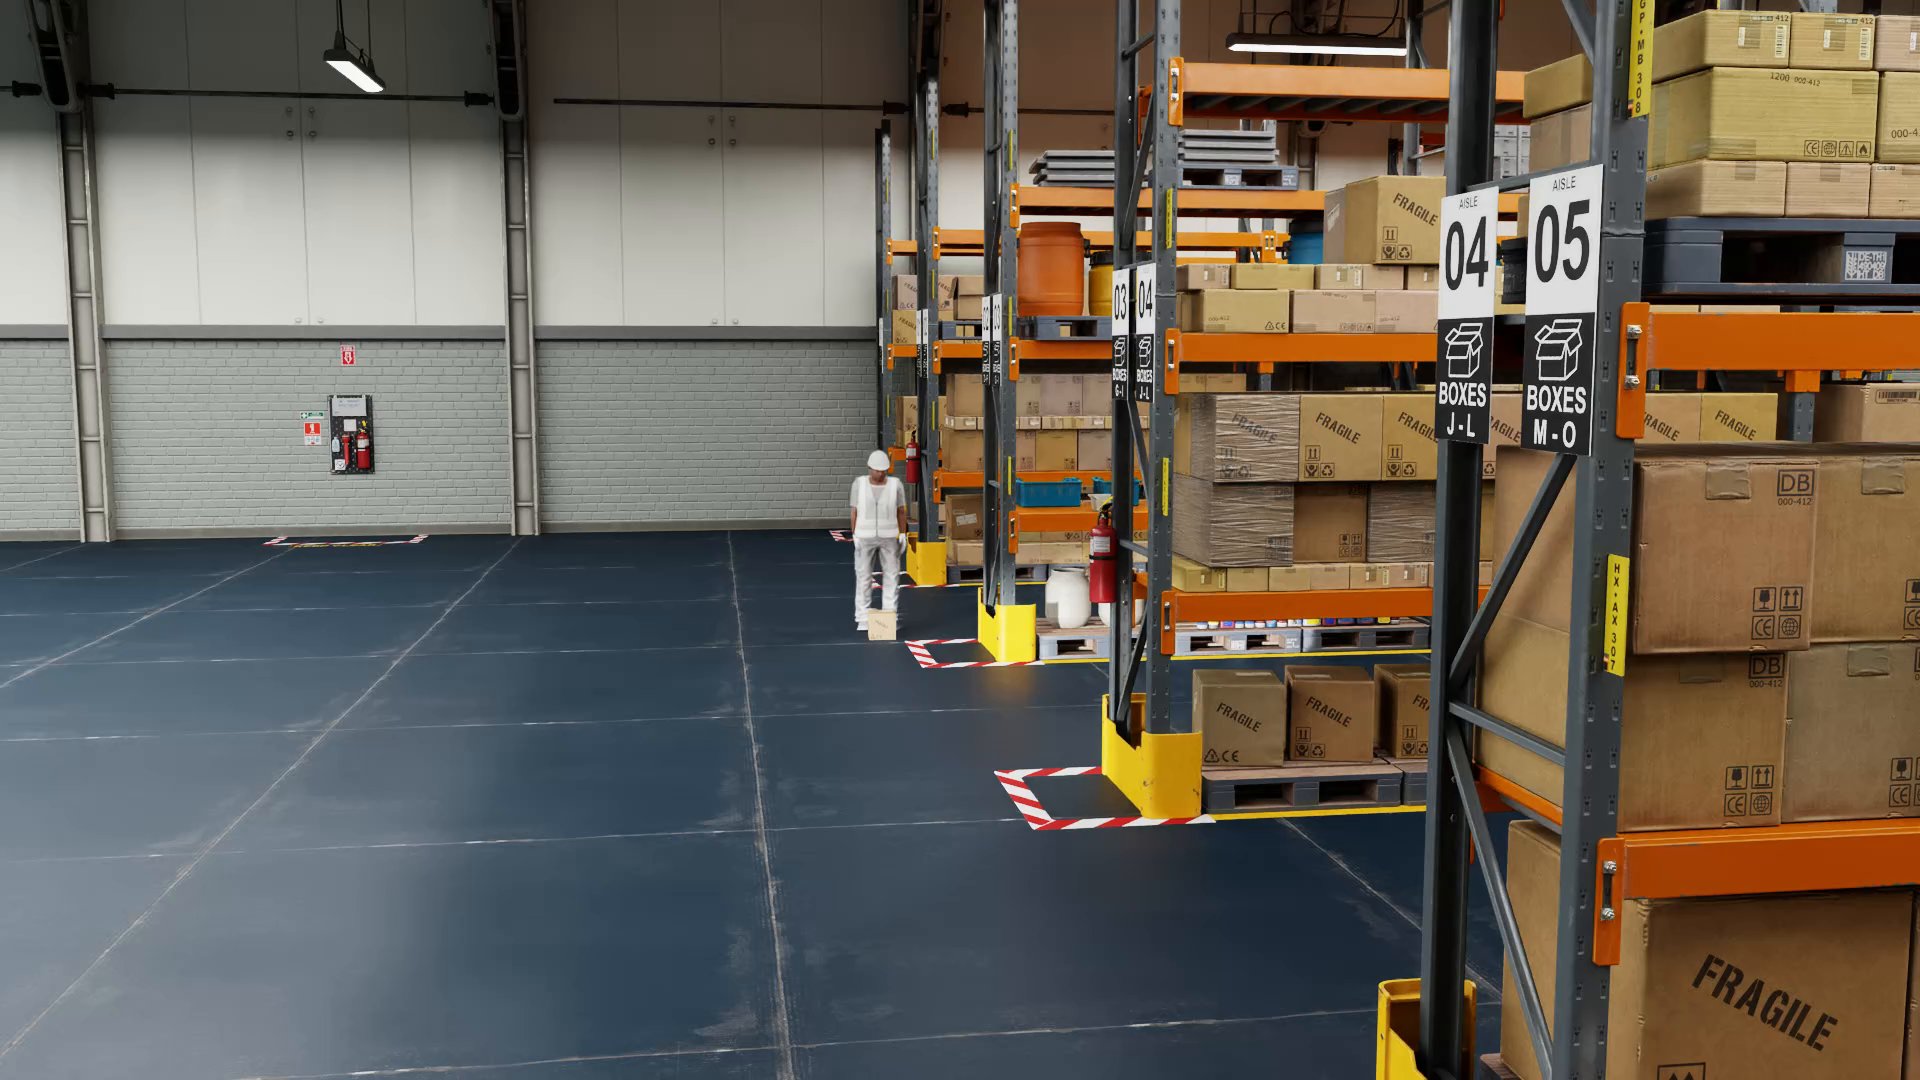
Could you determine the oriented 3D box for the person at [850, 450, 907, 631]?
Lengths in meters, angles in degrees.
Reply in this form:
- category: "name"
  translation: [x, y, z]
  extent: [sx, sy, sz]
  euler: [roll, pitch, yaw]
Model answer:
- category: "person"
  translation: [-0.790, 0.000, 16.208]
  extent: [0.557, 1.763, 0.389]
  euler: [-1, 6, -5]
